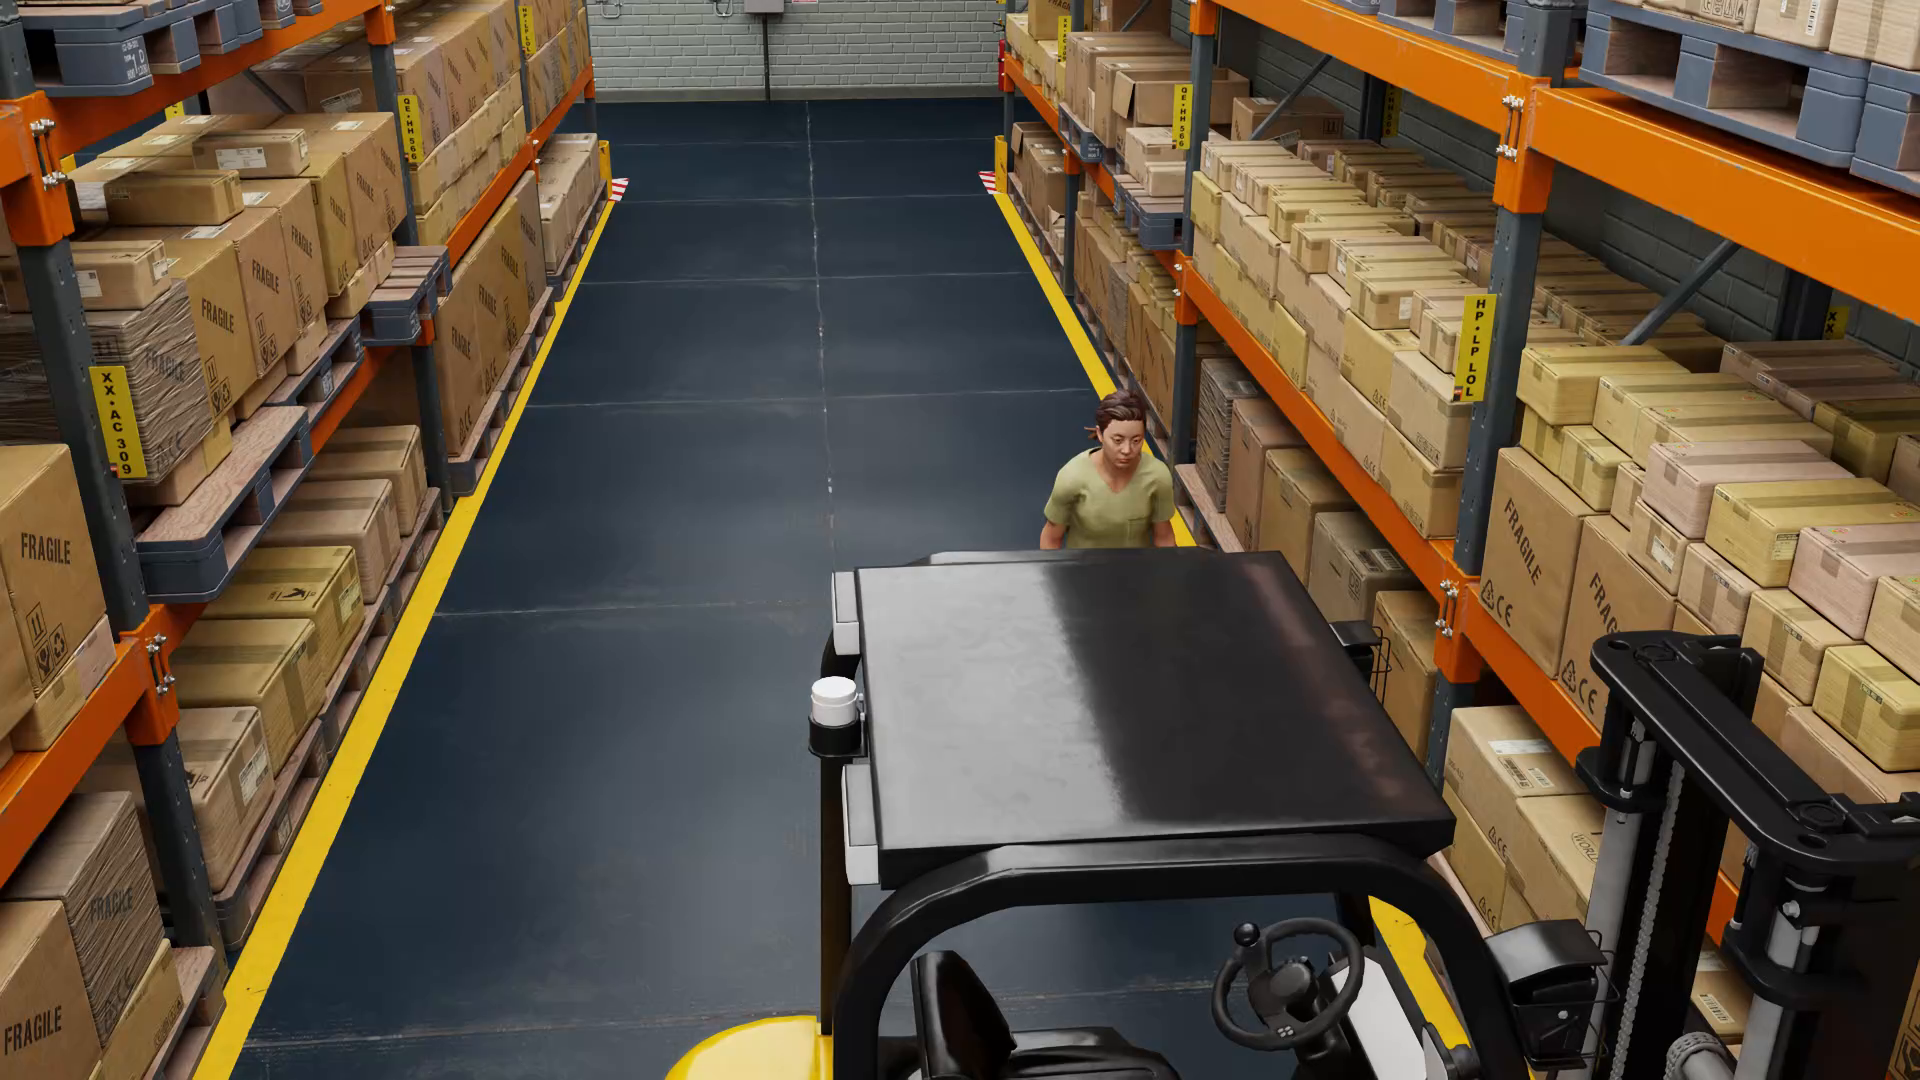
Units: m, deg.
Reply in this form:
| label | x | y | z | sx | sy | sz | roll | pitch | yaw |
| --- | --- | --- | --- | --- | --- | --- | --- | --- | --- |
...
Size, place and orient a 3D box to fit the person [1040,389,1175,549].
| label | x | y | z | sx | sy | sz | roll | pitch | yaw |
| --- | --- | --- | --- | --- | --- | --- | --- | --- | --- |
| person | 0.540 | 0.238 | 6.063 | 0.499 | 1.673 | 0.357 | -2 | 24 | -5 |
